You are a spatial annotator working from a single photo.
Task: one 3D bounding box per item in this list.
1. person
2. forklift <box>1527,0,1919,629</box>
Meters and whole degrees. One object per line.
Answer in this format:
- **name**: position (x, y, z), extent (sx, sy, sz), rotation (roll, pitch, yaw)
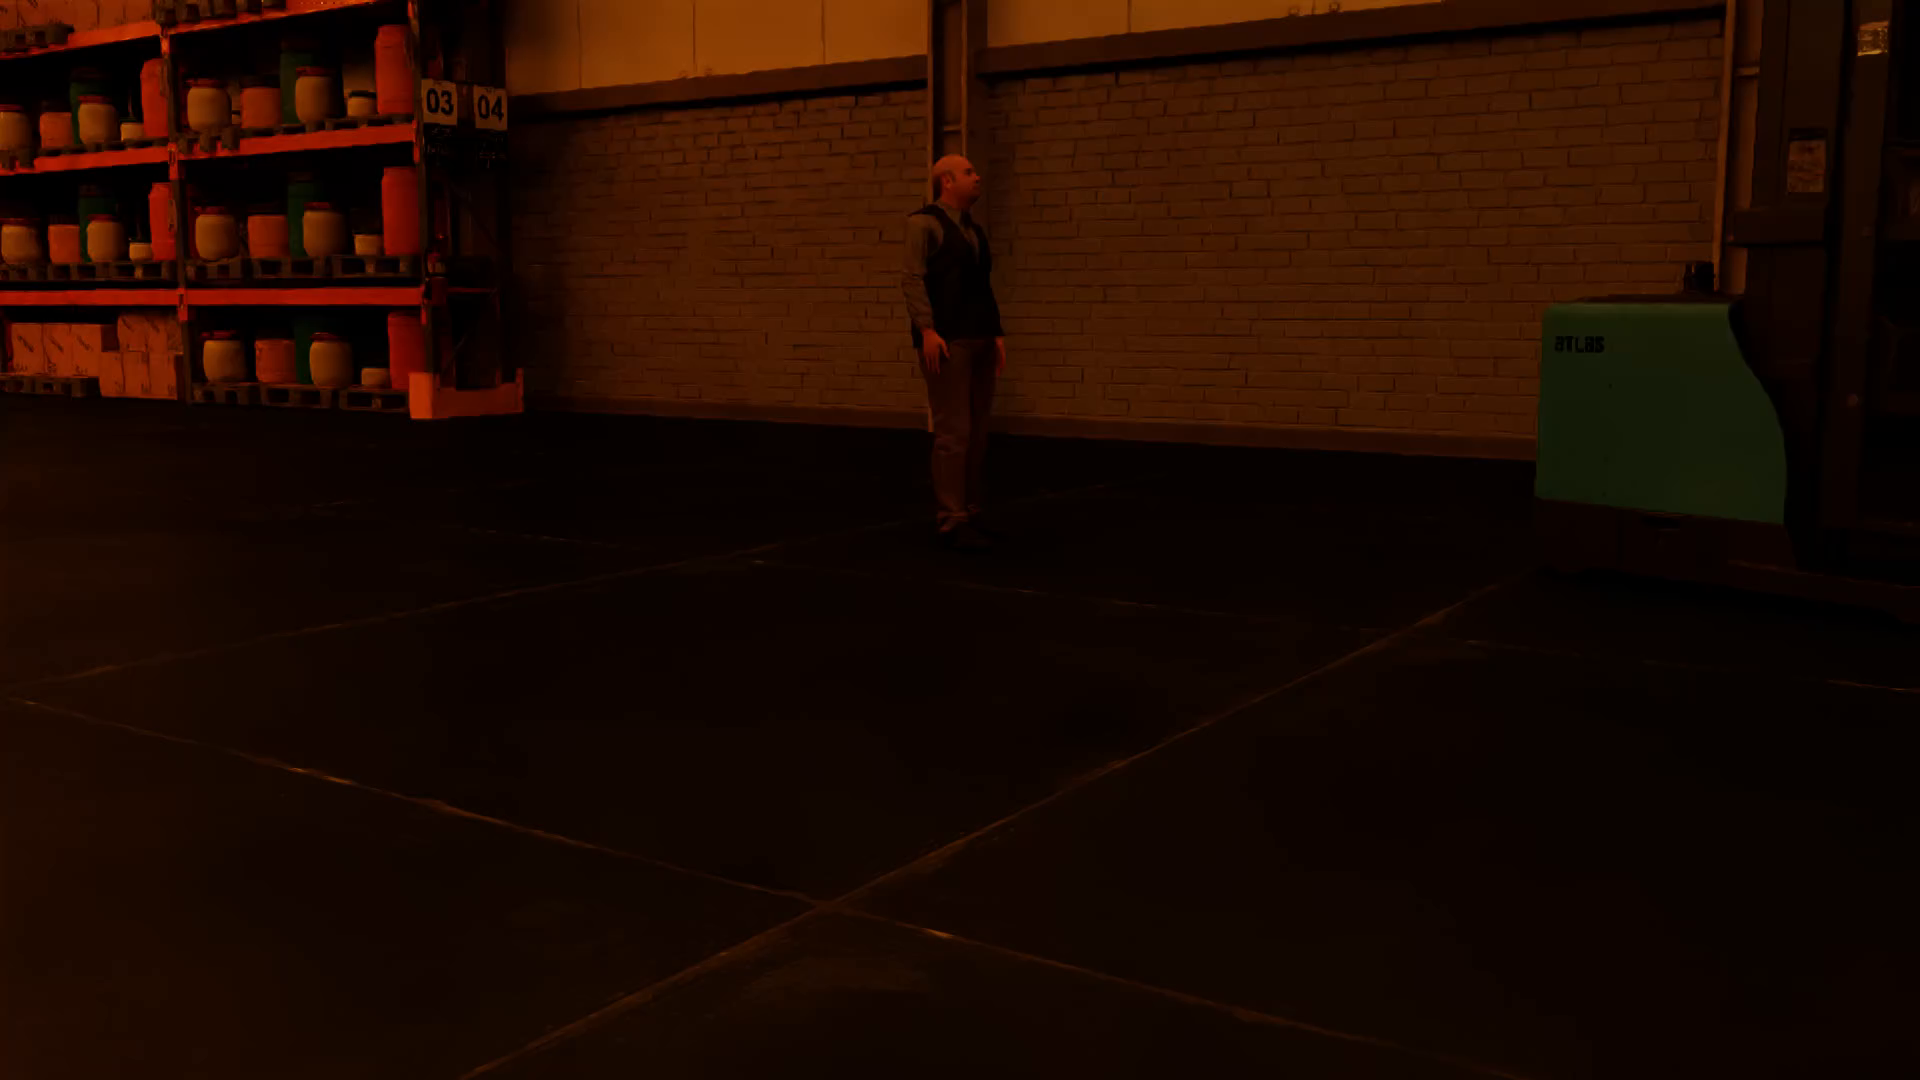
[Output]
- **person**: position (0.047, -0.853, 7.440), extent (0.567, 1.720, 0.632), rotation (5, 10, 34)
- **forklift**: position (3.535, -1.187, 5.542), extent (1.130, 2.935, 3.031), rotation (-6, 10, -36)
